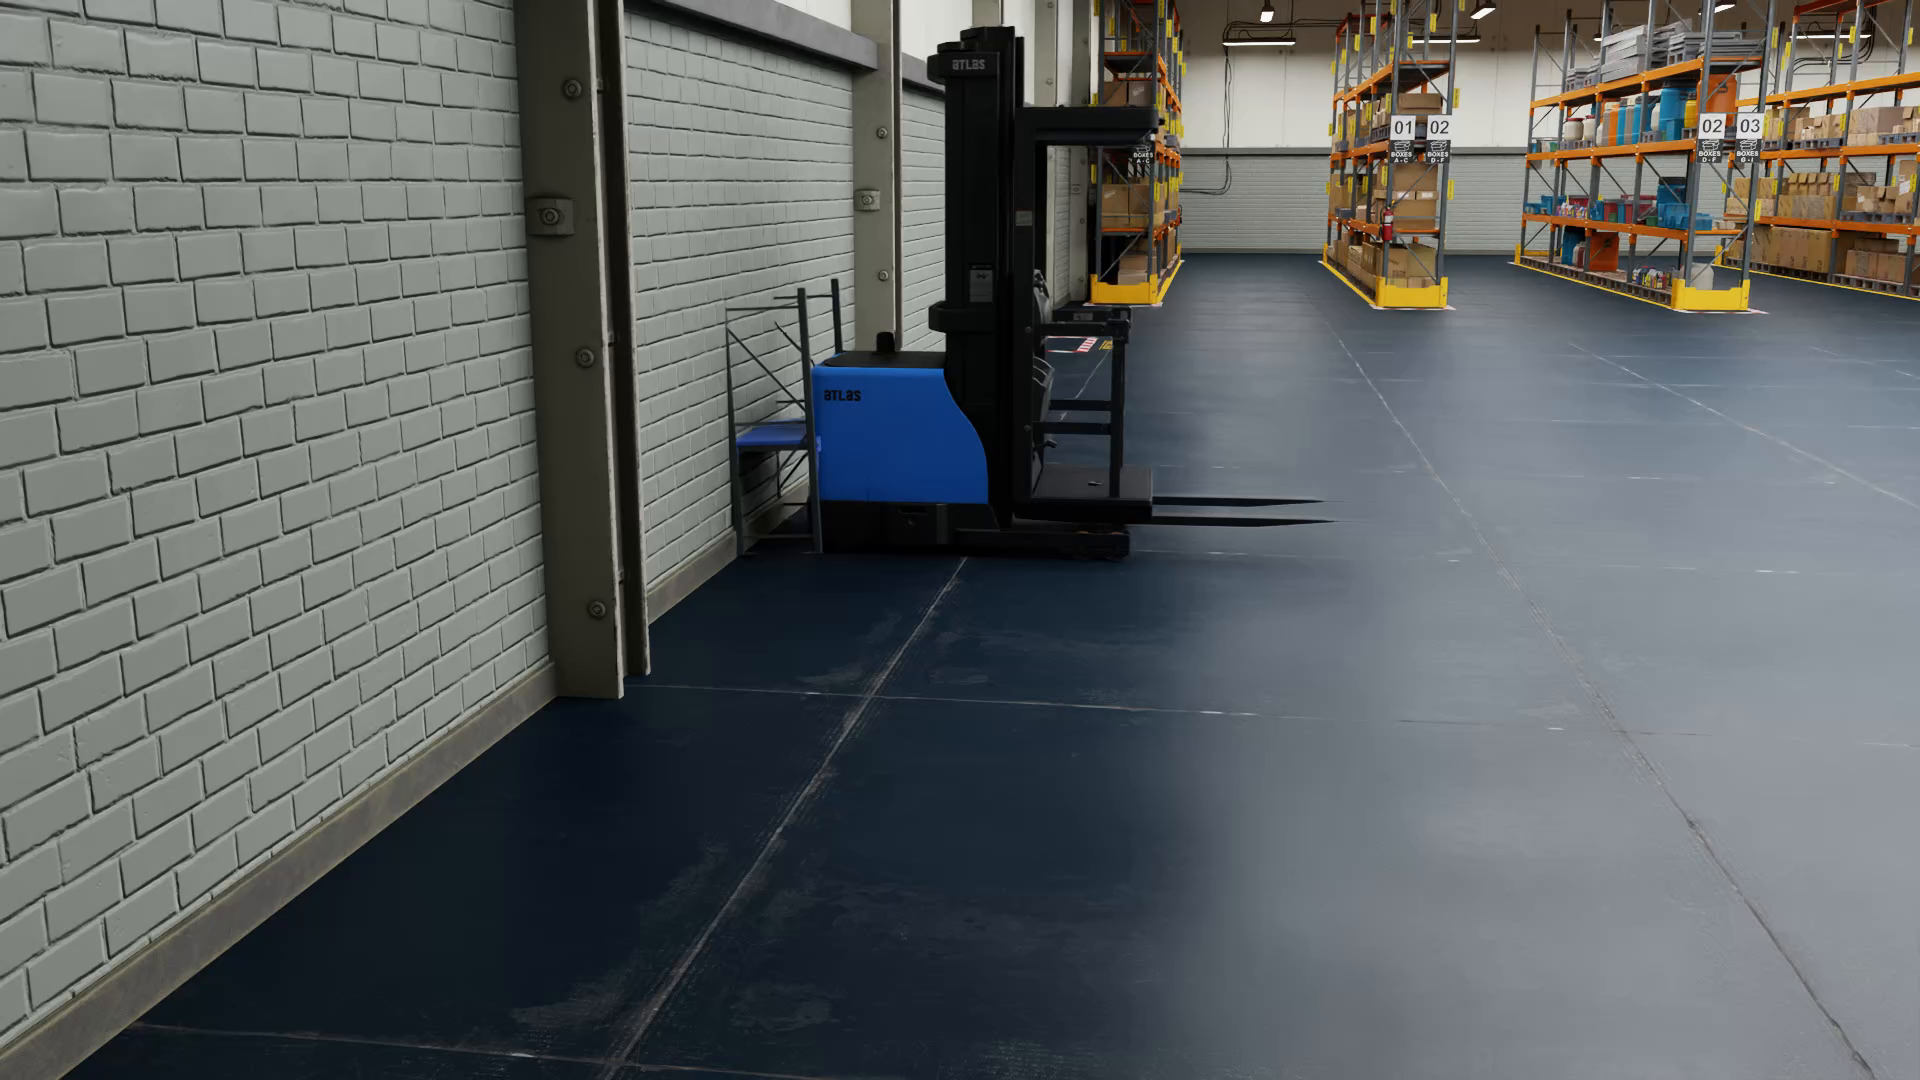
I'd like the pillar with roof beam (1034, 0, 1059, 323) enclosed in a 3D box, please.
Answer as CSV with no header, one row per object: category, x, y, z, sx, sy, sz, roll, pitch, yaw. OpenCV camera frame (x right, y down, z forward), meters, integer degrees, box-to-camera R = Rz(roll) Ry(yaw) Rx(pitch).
pillar with roof beam,5.481,-7.391,22.930,9.100,9.000,0.400,2,12,9

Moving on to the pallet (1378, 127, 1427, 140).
pallet,8.112,-7.338,30.012,1.003,0.211,1.213,2,12,9

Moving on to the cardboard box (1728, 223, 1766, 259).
cardboard box,20.022,-7.553,41.969,0.875,0.875,0.875,2,12,9

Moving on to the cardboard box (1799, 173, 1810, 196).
cardboard box,19.219,-7.953,37.160,0.797,0.503,0.637,2,12,9

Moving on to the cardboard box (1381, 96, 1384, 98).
cardboard box,8.606,-8.558,33.041,0.500,0.500,0.500,3,13,14

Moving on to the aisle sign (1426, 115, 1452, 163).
aisle sign,8.085,-6.761,28.074,0.394,0.787,0.004,2,12,9

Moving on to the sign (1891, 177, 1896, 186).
sign,19.349,-7.369,34.506,0.100,0.325,0.005,2,12,9

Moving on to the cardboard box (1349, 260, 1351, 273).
cardboard box,8.576,-5.836,35.483,0.500,0.250,0.500,2,12,7

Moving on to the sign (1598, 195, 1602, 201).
sign,15.075,-7.968,39.187,0.100,0.325,0.005,2,12,9

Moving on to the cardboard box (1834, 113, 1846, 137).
cardboard box,18.834,-8.709,34.921,0.797,0.503,0.637,3,12,12

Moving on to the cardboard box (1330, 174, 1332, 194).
cardboard box,9.925,-9.298,43.408,0.500,0.500,0.500,2,12,10

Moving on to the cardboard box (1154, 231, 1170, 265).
cardboard box,4.370,-6.642,37.799,0.750,0.750,0.750,2,12,8

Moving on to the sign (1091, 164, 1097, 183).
sign,2.352,-6.416,29.147,0.100,0.325,0.005,2,12,9

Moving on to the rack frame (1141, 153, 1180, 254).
rack frame,5.358,-9.004,44.654,1.000,3.000,0.127,2,12,9

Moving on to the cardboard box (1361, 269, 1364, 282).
cardboard box,8.037,-5.121,32.165,0.500,0.250,0.500,2,12,9

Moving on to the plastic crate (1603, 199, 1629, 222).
plastic crate,13.366,-6.723,33.915,0.402,0.464,0.583,2,12,9

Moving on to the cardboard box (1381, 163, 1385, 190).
cardboard box,8.192,-6.727,30.773,0.700,0.500,0.500,2,12,9

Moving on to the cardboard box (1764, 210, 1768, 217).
cardboard box,19.189,-7.695,39.175,0.380,0.149,0.250,2,12,10

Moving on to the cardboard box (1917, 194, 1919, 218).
cardboard box,18.065,-6.127,30.361,0.875,0.500,0.500,2,12,9

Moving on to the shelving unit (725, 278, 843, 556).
shelving unit,-1.013,-0.757,9.856,0.538,1.500,1.048,-1,12,7

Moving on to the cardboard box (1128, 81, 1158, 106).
cardboard box,3.196,-7.760,29.101,0.500,0.500,0.500,1,12,5

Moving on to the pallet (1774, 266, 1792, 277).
pallet,19.382,-6.164,38.093,1.003,0.211,1.213,2,12,9

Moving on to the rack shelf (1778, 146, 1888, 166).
rack shelf,19.119,-8.388,36.384,1.077,0.370,4.000,2,12,9

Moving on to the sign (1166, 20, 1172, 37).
sign,4.046,-9.913,32.225,0.100,0.325,0.005,2,12,9

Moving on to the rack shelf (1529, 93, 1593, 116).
rack shelf,14.840,-10.652,40.718,1.077,0.370,4.000,2,12,9

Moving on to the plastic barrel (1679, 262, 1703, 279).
plastic barrel,12.789,-4.585,29.059,0.421,0.512,0.421,0,12,0

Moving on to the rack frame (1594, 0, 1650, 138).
rack frame,13.917,-9.950,34.805,1.000,3.000,0.127,2,12,9

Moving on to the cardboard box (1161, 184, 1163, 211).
cardboard box,3.507,-6.384,31.024,0.500,0.500,0.500,2,12,10

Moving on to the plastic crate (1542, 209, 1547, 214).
plastic crate,14.439,-7.987,40.445,0.437,0.125,0.590,2,12,9

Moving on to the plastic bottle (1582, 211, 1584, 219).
plastic bottle,13.644,-7.110,36.338,0.097,0.201,0.097,0,12,0

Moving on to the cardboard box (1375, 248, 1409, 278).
cardboard box,7.581,-4.863,29.187,0.500,0.500,0.500,2,12,9

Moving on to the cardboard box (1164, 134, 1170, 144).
cardboard box,4.284,-8.613,35.882,0.500,0.311,0.500,2,12,9

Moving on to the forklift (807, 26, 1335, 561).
forklift,0.666,-1.431,9.676,3.031,2.935,1.130,1,12,6

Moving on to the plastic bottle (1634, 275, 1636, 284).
plastic bottle,12.788,-4.938,31.383,0.097,0.201,0.097,0,12,0

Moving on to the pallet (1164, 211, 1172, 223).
pallet,3.774,-6.567,33.799,1.003,0.211,1.213,2,12,9

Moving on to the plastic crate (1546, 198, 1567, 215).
plastic crate,14.267,-7.980,39.798,0.392,0.384,0.575,2,12,9

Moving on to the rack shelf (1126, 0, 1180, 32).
rack shelf,4.435,-11.961,37.952,1.077,0.370,4.000,2,12,9

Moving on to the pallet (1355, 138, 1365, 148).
pallet,9.007,-8.409,35.220,1.213,0.211,1.003,2,12,11

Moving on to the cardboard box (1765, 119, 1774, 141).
cardboard box,19.574,-9.736,39.458,0.700,0.500,0.500,3,12,12

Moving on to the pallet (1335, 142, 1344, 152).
pallet,9.469,-9.253,39.133,1.213,0.211,1.003,2,12,9

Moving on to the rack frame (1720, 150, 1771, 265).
rack frame,20.041,-8.523,42.420,1.000,3.000,0.127,2,12,9

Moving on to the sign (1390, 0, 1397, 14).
sign,7.259,-8.962,27.814,0.100,0.325,0.005,2,12,9

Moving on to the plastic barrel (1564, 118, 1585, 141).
plastic barrel,14.203,-9.487,38.455,0.433,0.535,0.433,0,12,0

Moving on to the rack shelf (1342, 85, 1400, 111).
rack shelf,9.331,-9.981,37.603,1.077,0.370,4.000,2,12,9

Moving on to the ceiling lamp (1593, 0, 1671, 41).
ceiling lamp,18.049,-14.946,44.131,2.000,3.185,0.800,2,12,9

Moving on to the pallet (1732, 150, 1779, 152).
pallet,19.938,-9.791,41.395,1.003,0.211,1.213,2,12,9

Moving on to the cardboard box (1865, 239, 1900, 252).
cardboard box,18.666,-5.966,33.665,0.500,0.250,0.500,3,13,15
